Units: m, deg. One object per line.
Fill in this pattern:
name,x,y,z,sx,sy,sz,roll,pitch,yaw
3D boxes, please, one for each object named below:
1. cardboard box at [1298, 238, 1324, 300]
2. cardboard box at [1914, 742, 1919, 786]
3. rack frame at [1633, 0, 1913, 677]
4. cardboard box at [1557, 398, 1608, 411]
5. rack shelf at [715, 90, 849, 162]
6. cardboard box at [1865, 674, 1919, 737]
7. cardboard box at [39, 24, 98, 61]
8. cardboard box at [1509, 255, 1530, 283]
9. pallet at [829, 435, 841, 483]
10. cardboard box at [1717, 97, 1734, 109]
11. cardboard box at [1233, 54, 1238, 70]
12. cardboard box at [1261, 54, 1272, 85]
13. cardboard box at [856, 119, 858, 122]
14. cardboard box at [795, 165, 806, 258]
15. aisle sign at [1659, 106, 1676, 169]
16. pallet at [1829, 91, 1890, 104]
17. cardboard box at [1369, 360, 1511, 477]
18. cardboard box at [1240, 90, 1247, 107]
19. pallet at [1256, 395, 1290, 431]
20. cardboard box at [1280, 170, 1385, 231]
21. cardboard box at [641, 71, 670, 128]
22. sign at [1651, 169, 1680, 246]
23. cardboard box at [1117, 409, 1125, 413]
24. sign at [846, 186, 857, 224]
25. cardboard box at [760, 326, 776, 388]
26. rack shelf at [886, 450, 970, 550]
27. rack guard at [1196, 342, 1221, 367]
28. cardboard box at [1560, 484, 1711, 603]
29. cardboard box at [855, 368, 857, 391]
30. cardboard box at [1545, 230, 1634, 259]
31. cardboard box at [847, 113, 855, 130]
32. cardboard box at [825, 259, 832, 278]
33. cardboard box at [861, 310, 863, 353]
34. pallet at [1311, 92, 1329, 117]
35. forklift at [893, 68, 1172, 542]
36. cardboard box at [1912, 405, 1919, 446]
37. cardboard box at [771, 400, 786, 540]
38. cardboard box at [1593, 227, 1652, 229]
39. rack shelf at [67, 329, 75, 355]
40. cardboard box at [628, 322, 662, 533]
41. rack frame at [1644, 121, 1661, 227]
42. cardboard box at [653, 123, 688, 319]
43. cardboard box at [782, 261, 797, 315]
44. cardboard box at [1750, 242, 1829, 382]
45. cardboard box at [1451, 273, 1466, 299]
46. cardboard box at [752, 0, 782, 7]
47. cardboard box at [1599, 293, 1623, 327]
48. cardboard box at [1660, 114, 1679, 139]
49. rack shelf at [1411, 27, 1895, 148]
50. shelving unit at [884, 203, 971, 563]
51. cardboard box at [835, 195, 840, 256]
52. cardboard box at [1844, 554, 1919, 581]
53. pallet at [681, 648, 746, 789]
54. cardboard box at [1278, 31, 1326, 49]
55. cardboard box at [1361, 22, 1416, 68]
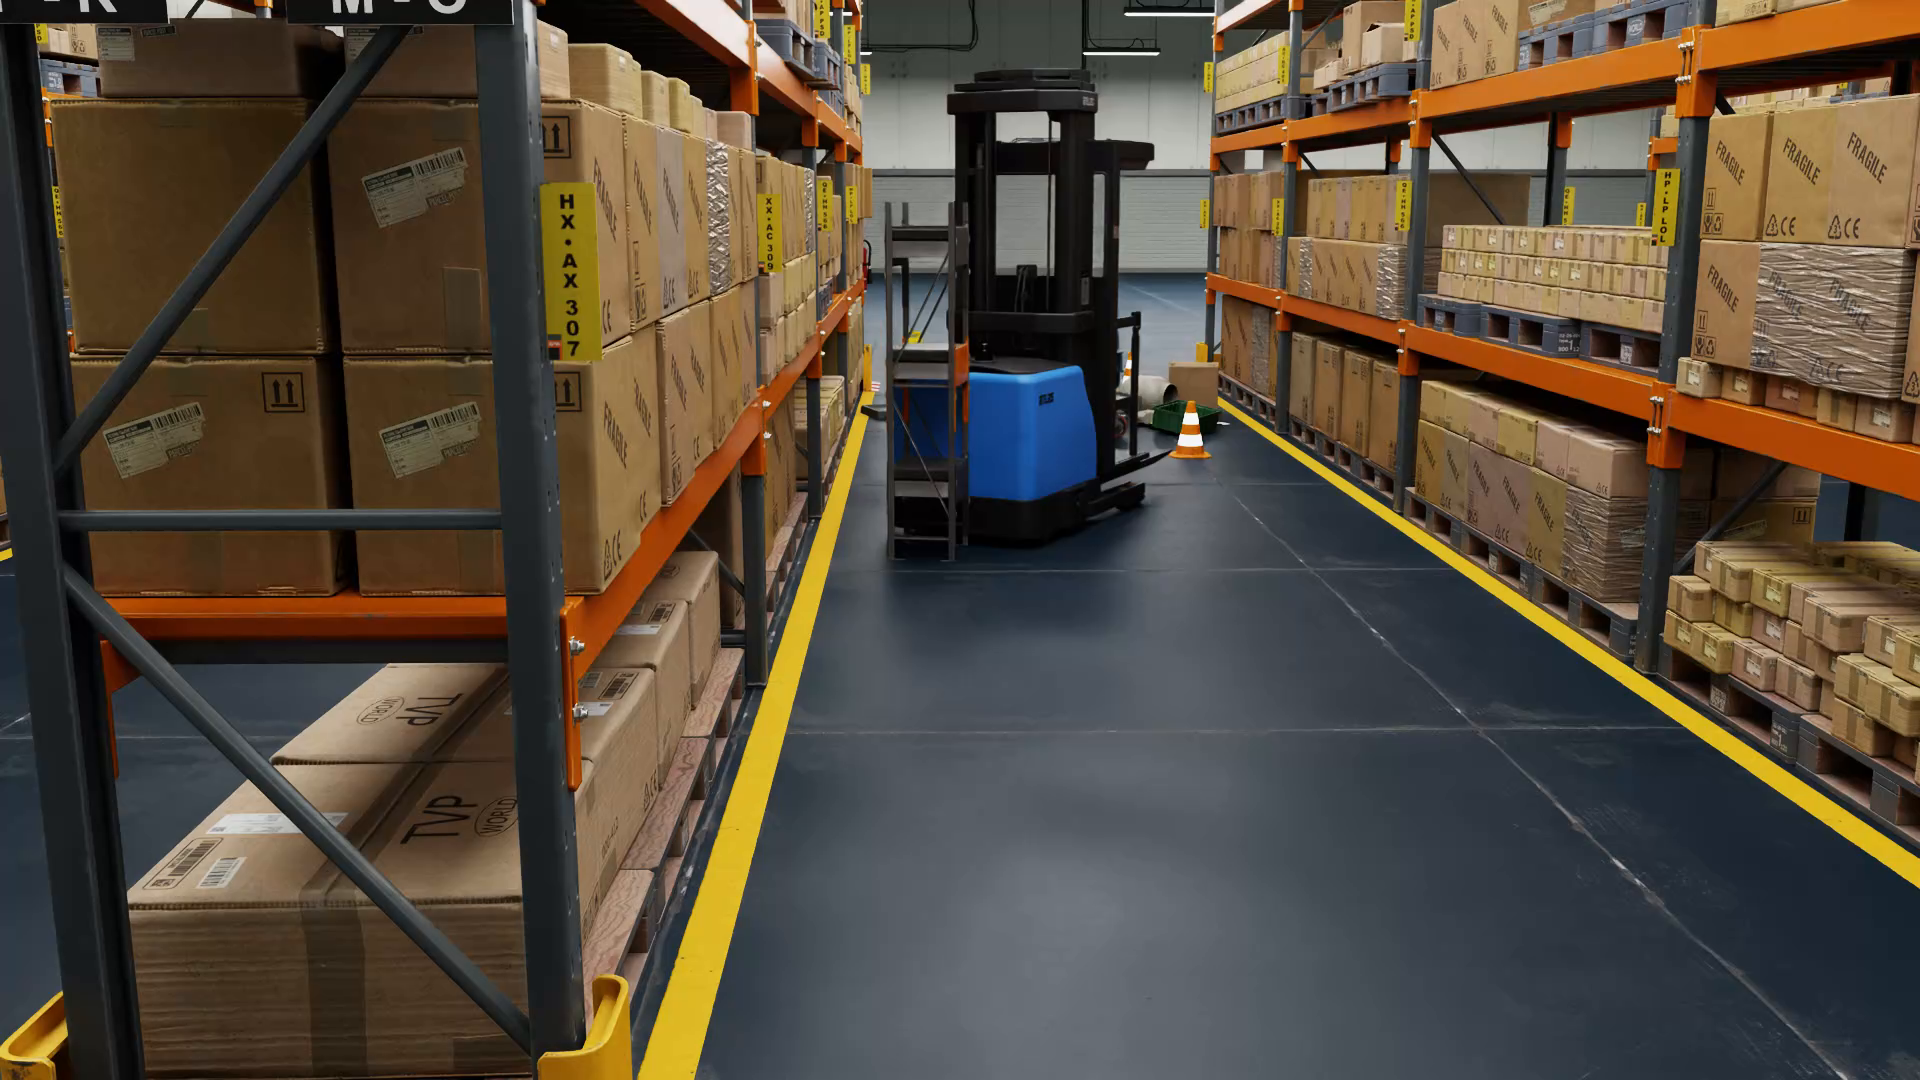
cardboard box,3.178,-2.299,14.098,0.500,0.500,0.500,0,11,-1
cardboard box,3.356,0.759,5.387,0.380,0.149,0.250,0,11,0
rack frame,3.590,-0.866,7.284,1.000,3.000,0.127,0,11,-1
cardboard box,3.800,-0.673,9.678,0.500,0.250,0.500,0,11,0
rack shelf,-1.481,-3.136,12.737,1.077,0.370,4.000,0,11,-1
cardboard box,3.320,0.559,5.626,0.380,0.149,0.250,0,11,-1
cardboard box,-6.173,-3.519,11.255,0.500,0.500,0.500,0,11,-1
cardboard box,3.345,-1.537,9.418,0.380,0.149,0.250,0,11,-2
pallet,-1.476,-0.652,13.240,1.003,0.211,1.213,0,11,-1
cardboard box,8.071,-4.529,17.171,0.380,0.149,0.250,-1,11,-4
cardboard box,3.051,-4.974,17.308,0.380,0.149,0.250,0,11,-2
cardboard box,3.148,-4.451,15.731,0.500,0.250,0.500,0,11,-1
cardboard box,-1.329,-4.553,17.541,0.500,0.250,0.500,0,11,-2
cardboard box,-1.145,-1.858,9.404,0.500,0.500,0.500,0,11,-1
aisle sign,8.002,-4.537,18.840,0.394,0.787,0.004,0,11,-1
pallet,8.292,-3.712,14.238,1.213,0.211,1.003,0,11,-1
cardboard box,3.585,-0.886,11.984,1.050,0.750,0.750,0,11,-2
cardboard box,3.061,-4.482,16.889,0.380,0.149,0.250,0,11,-1
pallet,3.488,-1.241,16.147,1.003,0.211,1.213,0,11,-1
cardboard box,3.452,-3.133,15.363,0.875,0.550,0.550,0,11,-1
cardboard box,-1.016,-1.217,4.617,0.380,0.149,0.250,0,11,-1
sign,3.036,-1.431,7.154,0.100,0.325,0.005,0,11,-1
cardboard box,1.548,-1.451,17.042,0.396,0.266,0.258,2,12,9
sign,-0.967,-2.986,14.823,0.100,0.325,0.005,0,11,-1
cardboard box,-1.102,-0.841,7.536,0.500,0.250,0.500,-1,11,-2
rack shelf,-0.188,-0.248,10.089,0.431,0.518,0.480,2,12,10
rack guard,3.342,-2.031,19.314,1.175,0.500,0.348,0,11,-1
cardboard box,3.323,0.007,8.211,0.500,0.500,0.500,0,11,-2
cardboard box,-1.300,-1.604,16.781,0.500,0.250,0.500,0,11,-2
cardboard box,3.361,-1.579,8.875,0.380,0.149,0.250,-1,11,-4
cardboard box,-1.222,-4.083,16.226,0.380,0.149,0.250,0,11,-2
cardboard box,-1.229,-2.195,13.408,0.380,0.149,0.250,0,11,-1
cardboard box,-1.327,-2.279,18.220,0.500,0.500,0.500,0,11,-1
pallet,3.493,-3.651,13.946,0.805,0.209,1.217,-1,11,-3
forklift,0.656,-1.677,11.452,1.130,2.935,3.031,6,13,26
cardboard box,3.397,-0.371,5.474,0.380,0.149,0.250,0,11,1
cardboard box,-1.494,-0.470,9.621,0.875,0.875,0.875,0,11,0
cardboard box,3.994,-1.785,9.892,0.380,0.149,0.250,0,11,1
rack shelf,-6.443,-1.645,12.931,1.077,0.370,4.000,0,11,-1
cardboard box,-1.035,-0.277,4.127,0.500,0.500,0.500,0,11,-2
rack frame,8.303,-3.252,19.044,1.000,3.000,0.127,0,11,-1
cardboard box,-1.035,-0.871,4.543,0.500,0.500,0.500,0,11,-2
cardboard box,-1.106,-1.290,8.492,0.500,0.250,0.500,0,11,0
cardboard box,3.366,-0.863,6.270,0.500,0.500,0.500,0,11,-1
cardboard box,3.321,-1.601,10.482,0.380,0.149,0.250,0,11,2
cardboard box,-1.085,-2.727,7.605,0.500,0.500,0.500,0,11,-2
cardboard box,3.375,-1.128,8.151,0.380,0.149,0.250,0,11,-1
cardboard box,8.055,-4.552,18.283,0.500,0.250,0.500,0,11,1
rack shelf,3.549,-2.381,9.017,1.077,0.370,4.000,0,11,-1
shelving unit,-0.188,-0.947,9.947,0.431,2.100,0.503,2,12,10
cardboard box,-1.271,-2.627,13.909,0.500,0.500,0.500,0,11,-1
cardboard box,3.903,0.154,6.874,0.380,0.149,0.250,0,11,0
pallet,-1.419,0.692,6.616,1.003,0.211,1.213,0,11,-1
cardboard box,3.099,-4.520,15.071,0.380,0.149,0.250,0,11,-2
cardboard box,3.186,-3.549,11.881,0.500,0.311,0.500,0,11,-1
